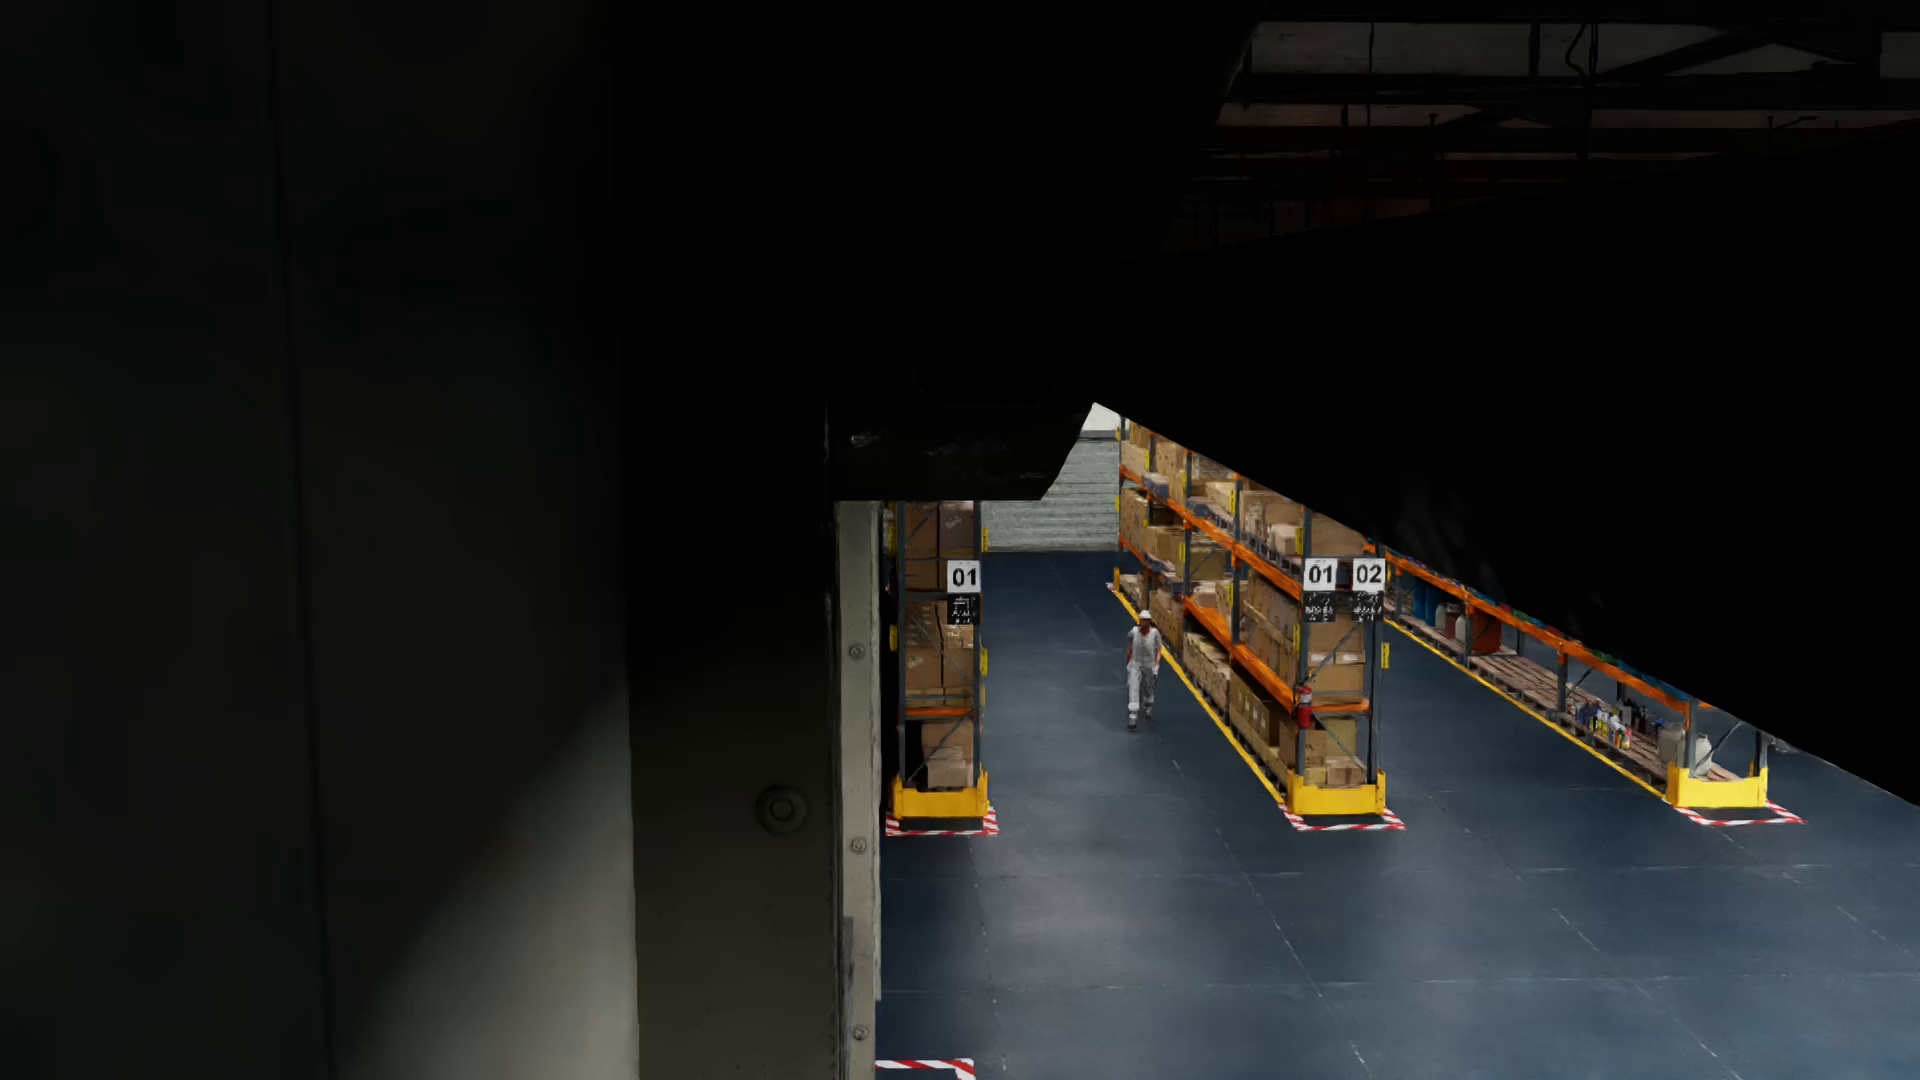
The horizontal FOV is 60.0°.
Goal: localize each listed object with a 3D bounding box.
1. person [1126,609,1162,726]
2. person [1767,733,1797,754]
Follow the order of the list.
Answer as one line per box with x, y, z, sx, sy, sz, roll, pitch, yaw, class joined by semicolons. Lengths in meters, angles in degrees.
2.756;1.889;24.881;0.535;1.725;1.024;1;8;7;person
11.599;2.128;23.431;0.440;1.683;0.552;-5;10;-30;person
